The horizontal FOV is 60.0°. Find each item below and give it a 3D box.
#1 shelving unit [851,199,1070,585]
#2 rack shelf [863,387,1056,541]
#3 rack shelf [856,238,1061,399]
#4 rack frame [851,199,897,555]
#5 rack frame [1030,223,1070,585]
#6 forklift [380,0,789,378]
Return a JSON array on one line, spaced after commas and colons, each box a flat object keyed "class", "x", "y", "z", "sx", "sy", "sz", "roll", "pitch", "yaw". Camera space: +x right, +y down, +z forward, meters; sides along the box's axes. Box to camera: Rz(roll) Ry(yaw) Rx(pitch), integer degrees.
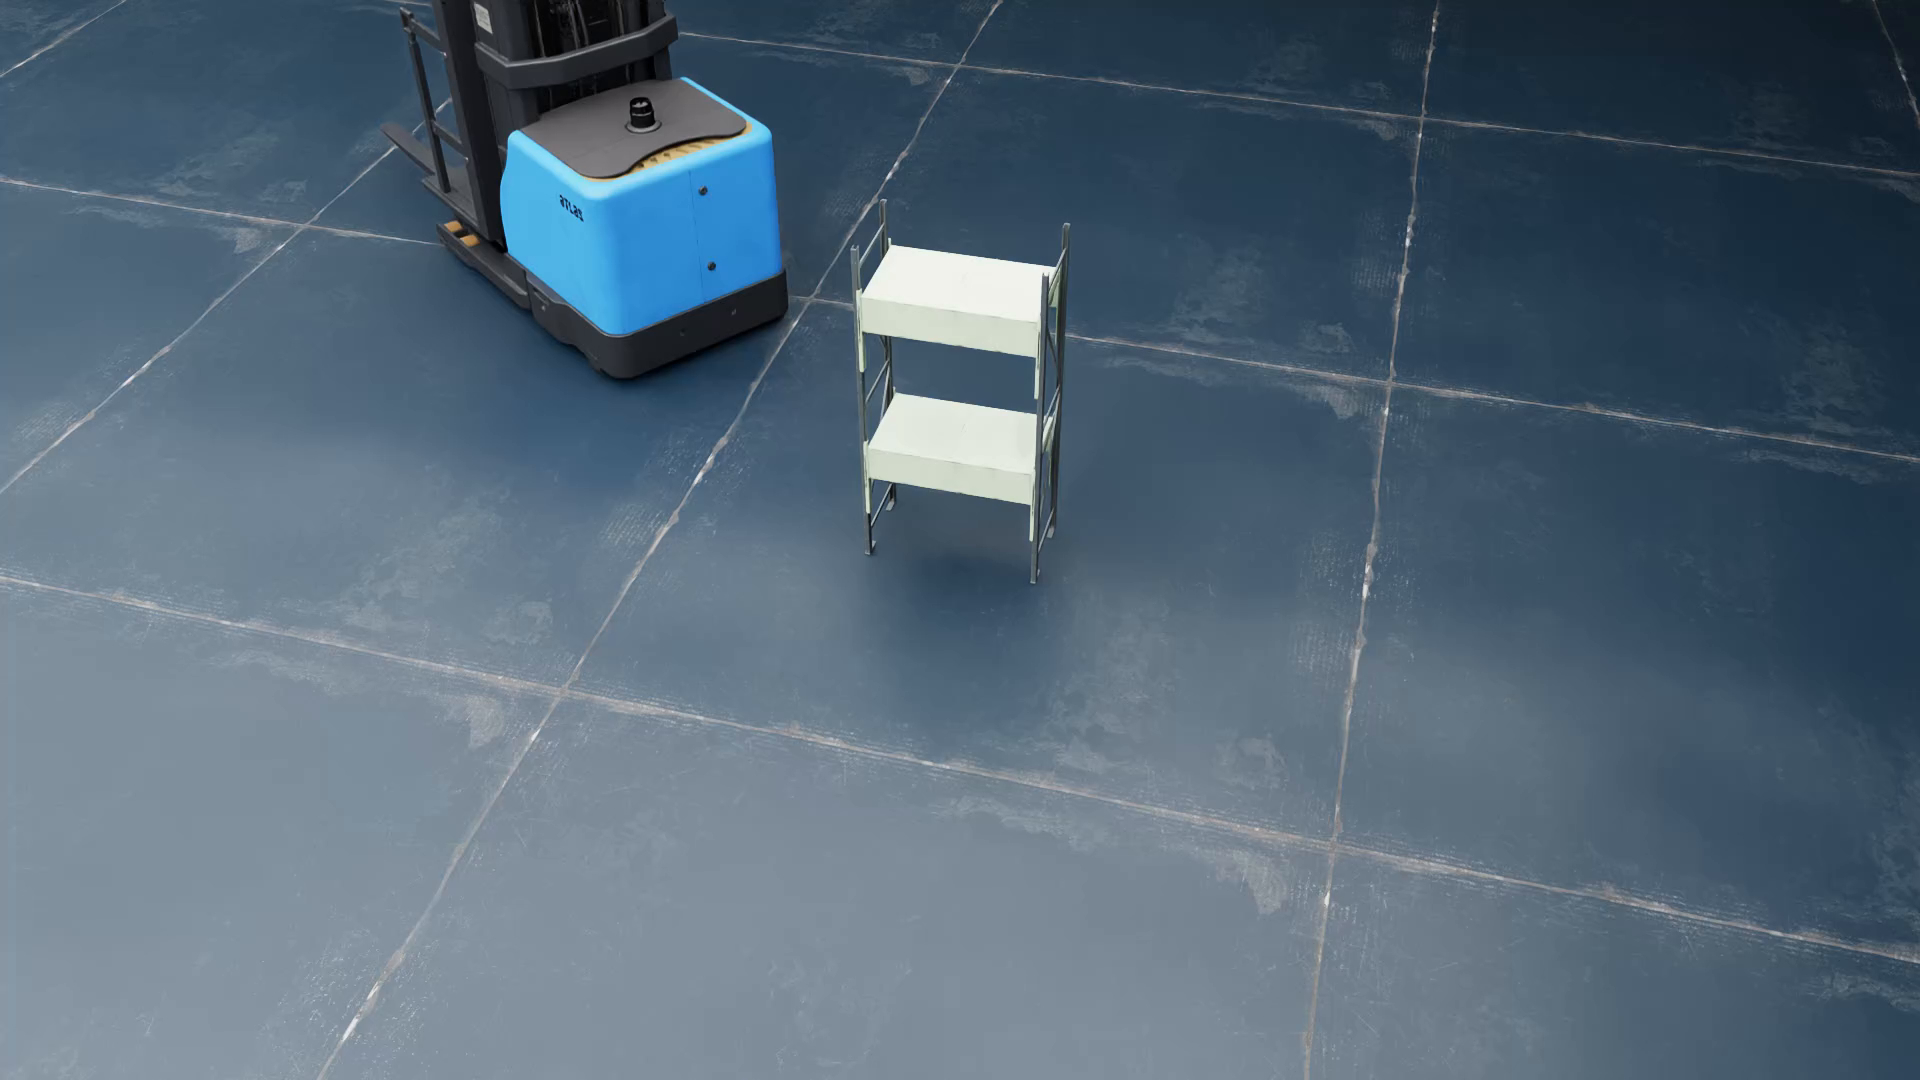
[{"class": "shelving unit", "x": 0.006, "y": -0.573, "z": 6.766, "sx": 0.755, "sy": 1.500, "sz": 0.431, "roll": 10, "pitch": 41, "yaw": 11}, {"class": "rack shelf", "x": 0.006, "y": -0.324, "z": 6.976, "sx": 0.720, "sy": 0.370, "sz": 0.431, "roll": 10, "pitch": 41, "yaw": 11}, {"class": "rack shelf", "x": 0.006, "y": -0.872, "z": 6.515, "sx": 0.720, "sy": 0.370, "sz": 0.431, "roll": 10, "pitch": 41, "yaw": 11}, {"class": "rack frame", "x": -0.347, "y": -0.634, "z": 6.839, "sx": 0.023, "sy": 1.500, "sz": 0.400, "roll": 10, "pitch": 41, "yaw": 11}, {"class": "rack frame", "x": 0.360, "y": -0.512, "z": 6.694, "sx": 0.023, "sy": 1.500, "sz": 0.400, "roll": 10, "pitch": 41, "yaw": 11}, {"class": "forklift", "x": -2.208, "y": -2.790, "z": 8.293, "sx": 1.130, "sy": 2.935, "sz": 3.031, "roll": -28, "pitch": 47, "yaw": -29}]
